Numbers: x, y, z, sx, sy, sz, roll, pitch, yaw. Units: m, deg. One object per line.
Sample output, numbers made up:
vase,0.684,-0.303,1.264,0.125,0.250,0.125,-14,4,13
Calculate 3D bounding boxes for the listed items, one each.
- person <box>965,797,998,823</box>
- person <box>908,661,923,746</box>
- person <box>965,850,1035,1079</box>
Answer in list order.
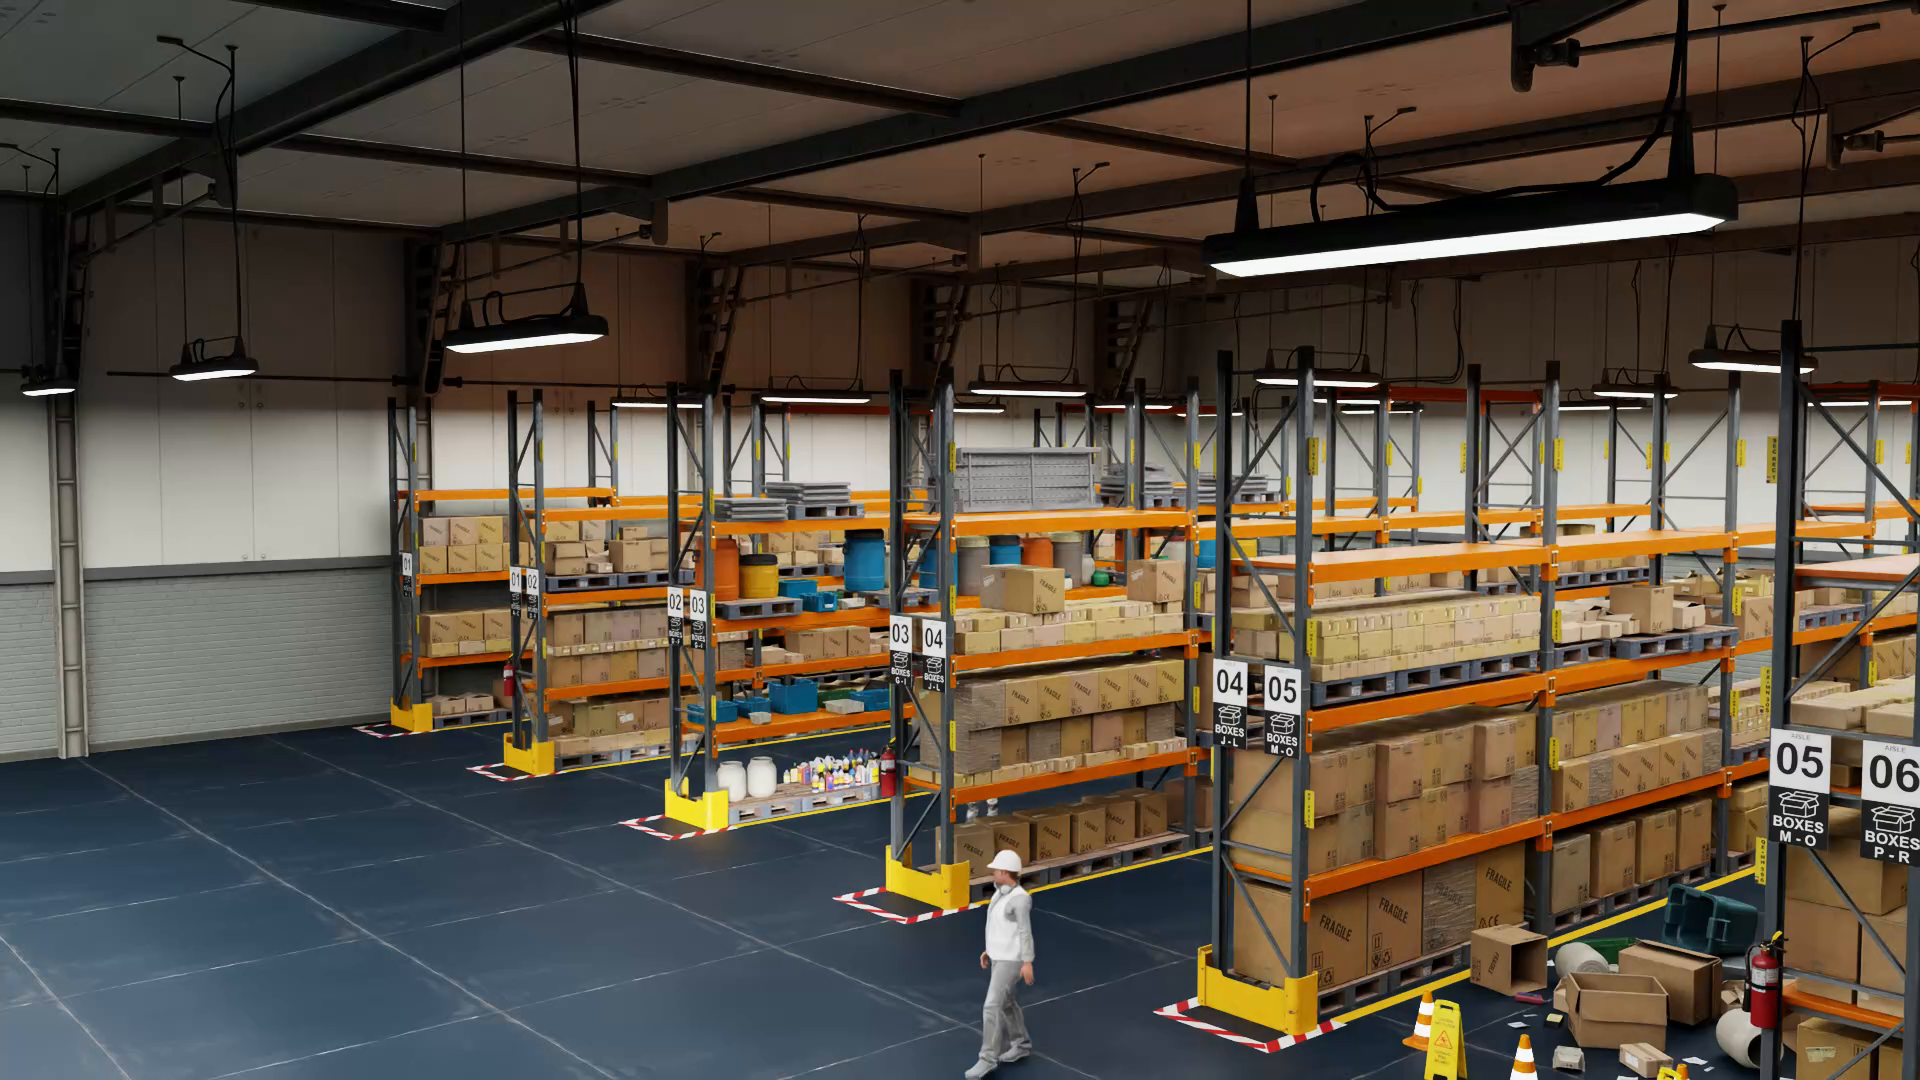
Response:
person,0.295,2.977,22.496,0.511,1.852,0.585,-3,5,-43
person,-0.493,2.724,28.438,0.968,1.549,0.470,-2,4,-35
person,0.302,3.473,13.802,0.662,1.771,0.638,-1,3,-13
